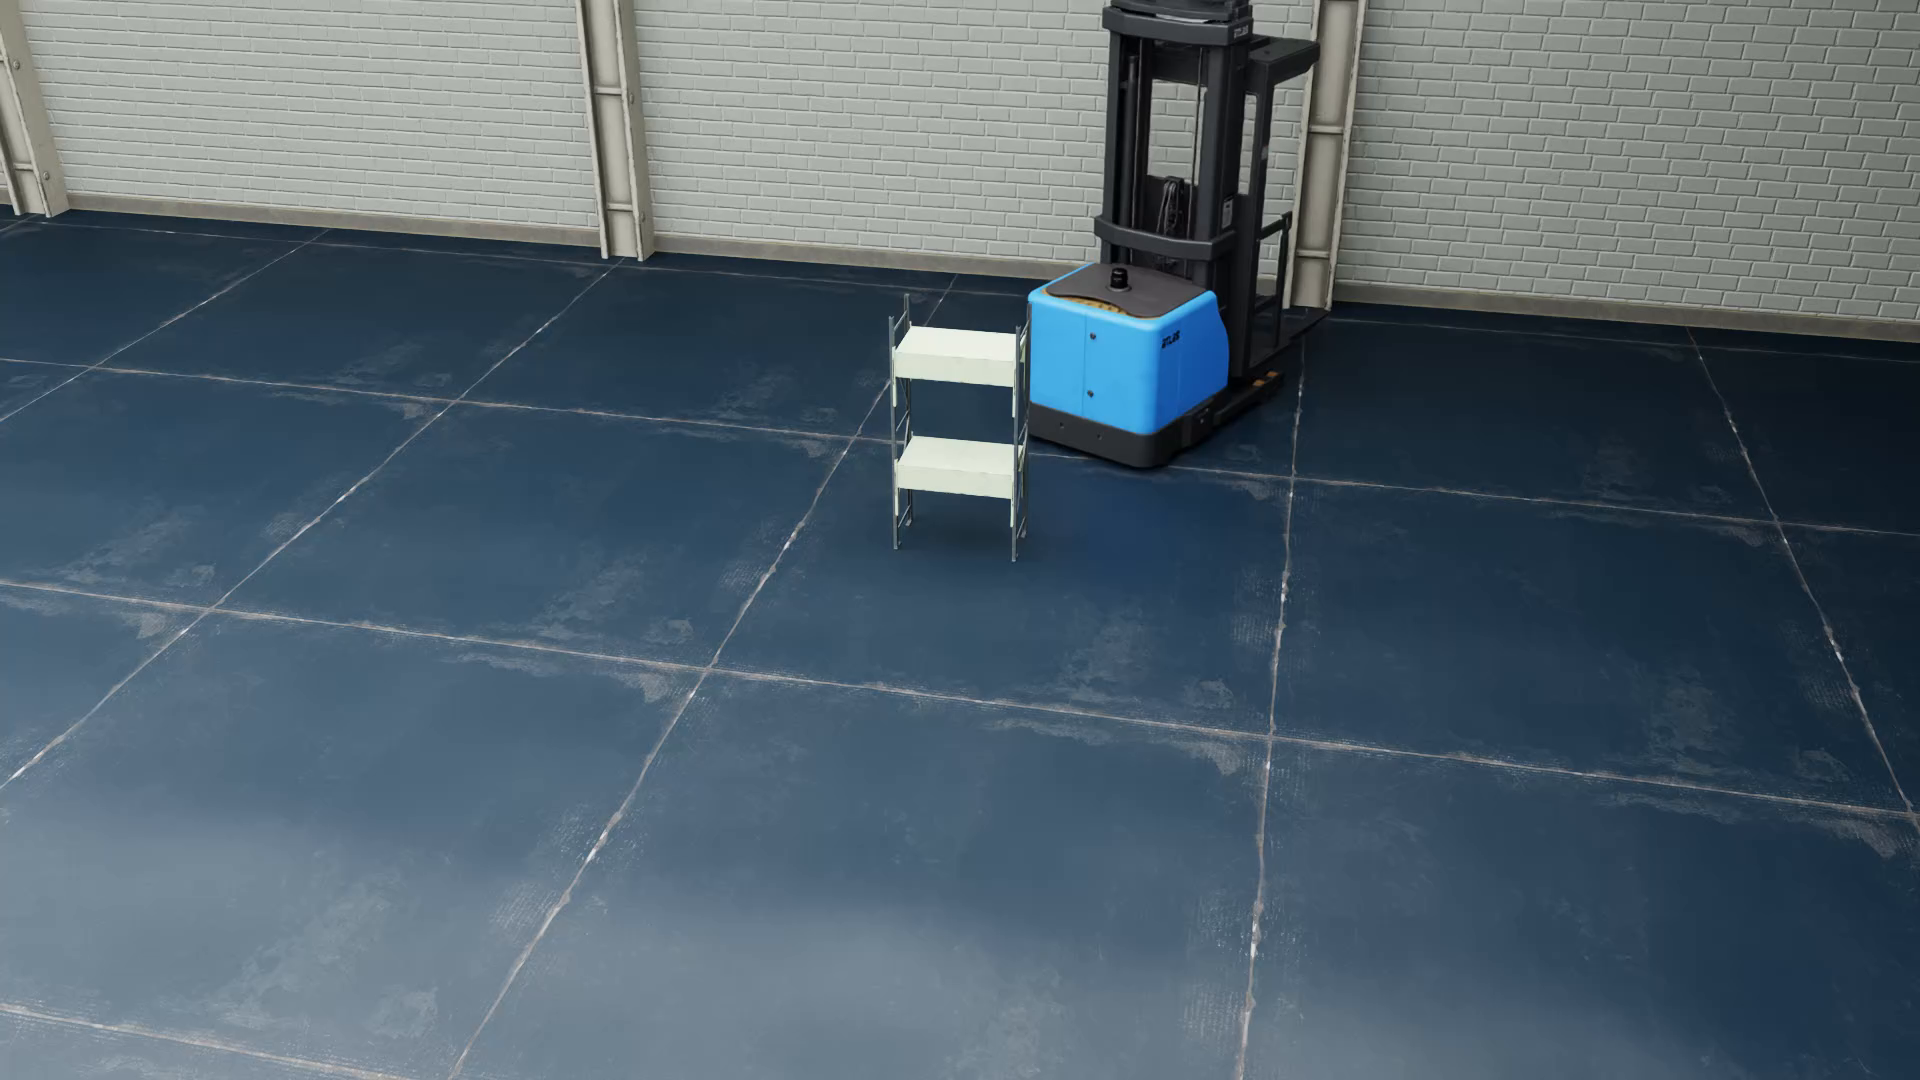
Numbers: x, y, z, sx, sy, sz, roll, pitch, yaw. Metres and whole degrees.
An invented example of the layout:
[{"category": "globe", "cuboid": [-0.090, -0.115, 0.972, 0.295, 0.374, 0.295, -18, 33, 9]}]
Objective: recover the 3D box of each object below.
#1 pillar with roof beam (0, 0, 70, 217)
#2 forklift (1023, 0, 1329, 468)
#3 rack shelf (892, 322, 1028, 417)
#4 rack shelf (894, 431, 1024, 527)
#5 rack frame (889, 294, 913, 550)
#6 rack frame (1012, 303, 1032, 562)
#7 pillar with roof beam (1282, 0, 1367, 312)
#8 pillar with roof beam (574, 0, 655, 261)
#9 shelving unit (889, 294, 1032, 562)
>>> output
[{"category": "pillar with roof beam", "cuboid": [-9.741, -5.098, 10.191, 0.400, 9.000, 9.100, 6, 29, 11]}, {"category": "forklift", "cuboid": [1.725, -2.409, 11.597, 1.130, 2.935, 3.031, 20, 34, 32]}, {"category": "rack shelf", "cuboid": [0.007, -1.000, 9.701, 0.720, 0.370, 0.431, 6, 29, 11]}, {"category": "rack shelf", "cuboid": [0.007, -0.371, 10.045, 0.720, 0.370, 0.431, 6, 29, 11]}, {"category": "rack frame", "cuboid": [-0.351, -0.694, 9.956, 0.023, 1.500, 0.400, 6, 29, 11]}, {"category": "rack frame", "cuboid": [0.364, -0.620, 9.822, 0.023, 1.500, 0.400, 6, 29, 11]}, {"category": "pillar with roof beam", "cuboid": [1.994, -3.895, 7.993, 0.400, 9.000, 9.100, 6, 29, 11]}, {"category": "pillar with roof beam", "cuboid": [-3.873, -4.496, 9.092, 0.400, 9.000, 9.100, 6, 29, 11]}, {"category": "shelving unit", "cuboid": [0.007, -0.657, 9.889, 0.755, 1.500, 0.431, 6, 29, 11]}]
